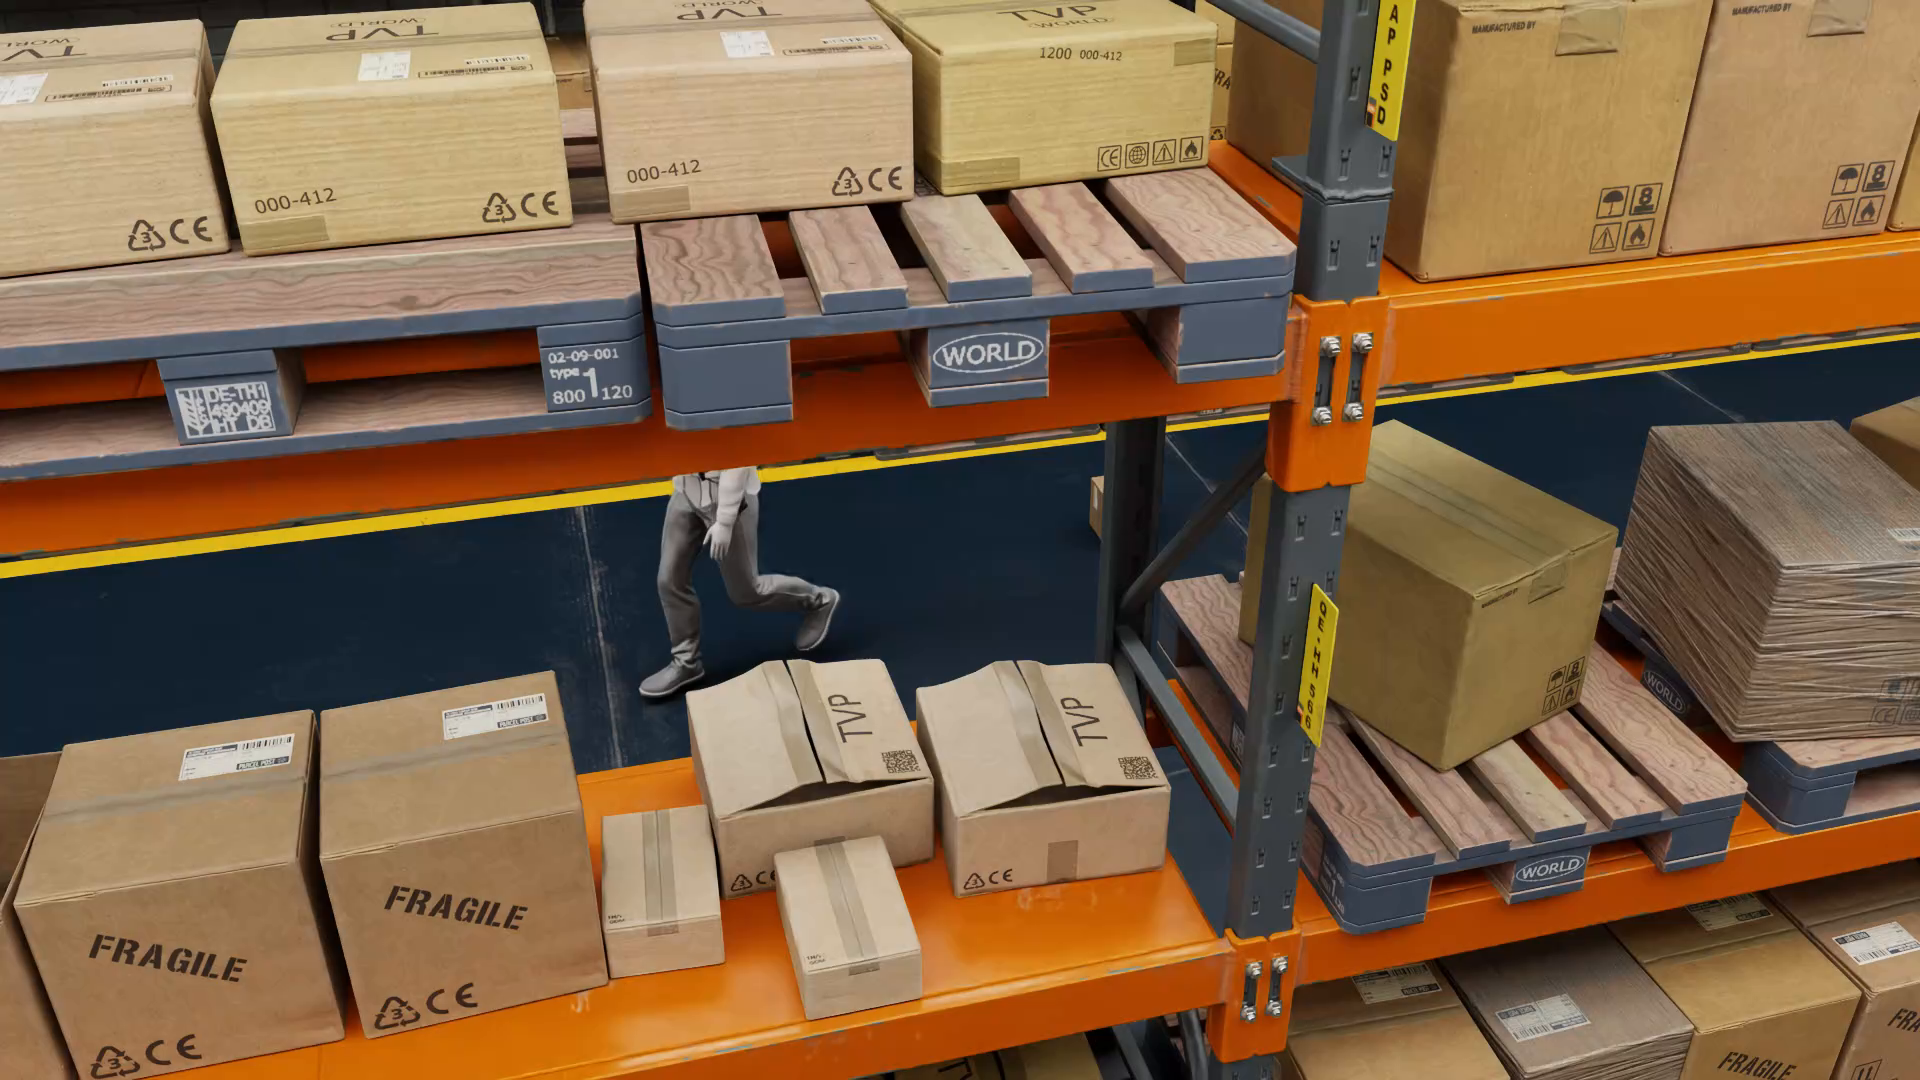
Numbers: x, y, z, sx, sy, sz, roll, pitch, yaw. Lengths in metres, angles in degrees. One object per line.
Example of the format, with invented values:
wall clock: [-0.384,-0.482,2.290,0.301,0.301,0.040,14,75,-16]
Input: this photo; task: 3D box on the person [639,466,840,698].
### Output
person: [-0.900,-0.190,6.402,0.855,1.646,0.476,-21,37,-32]
